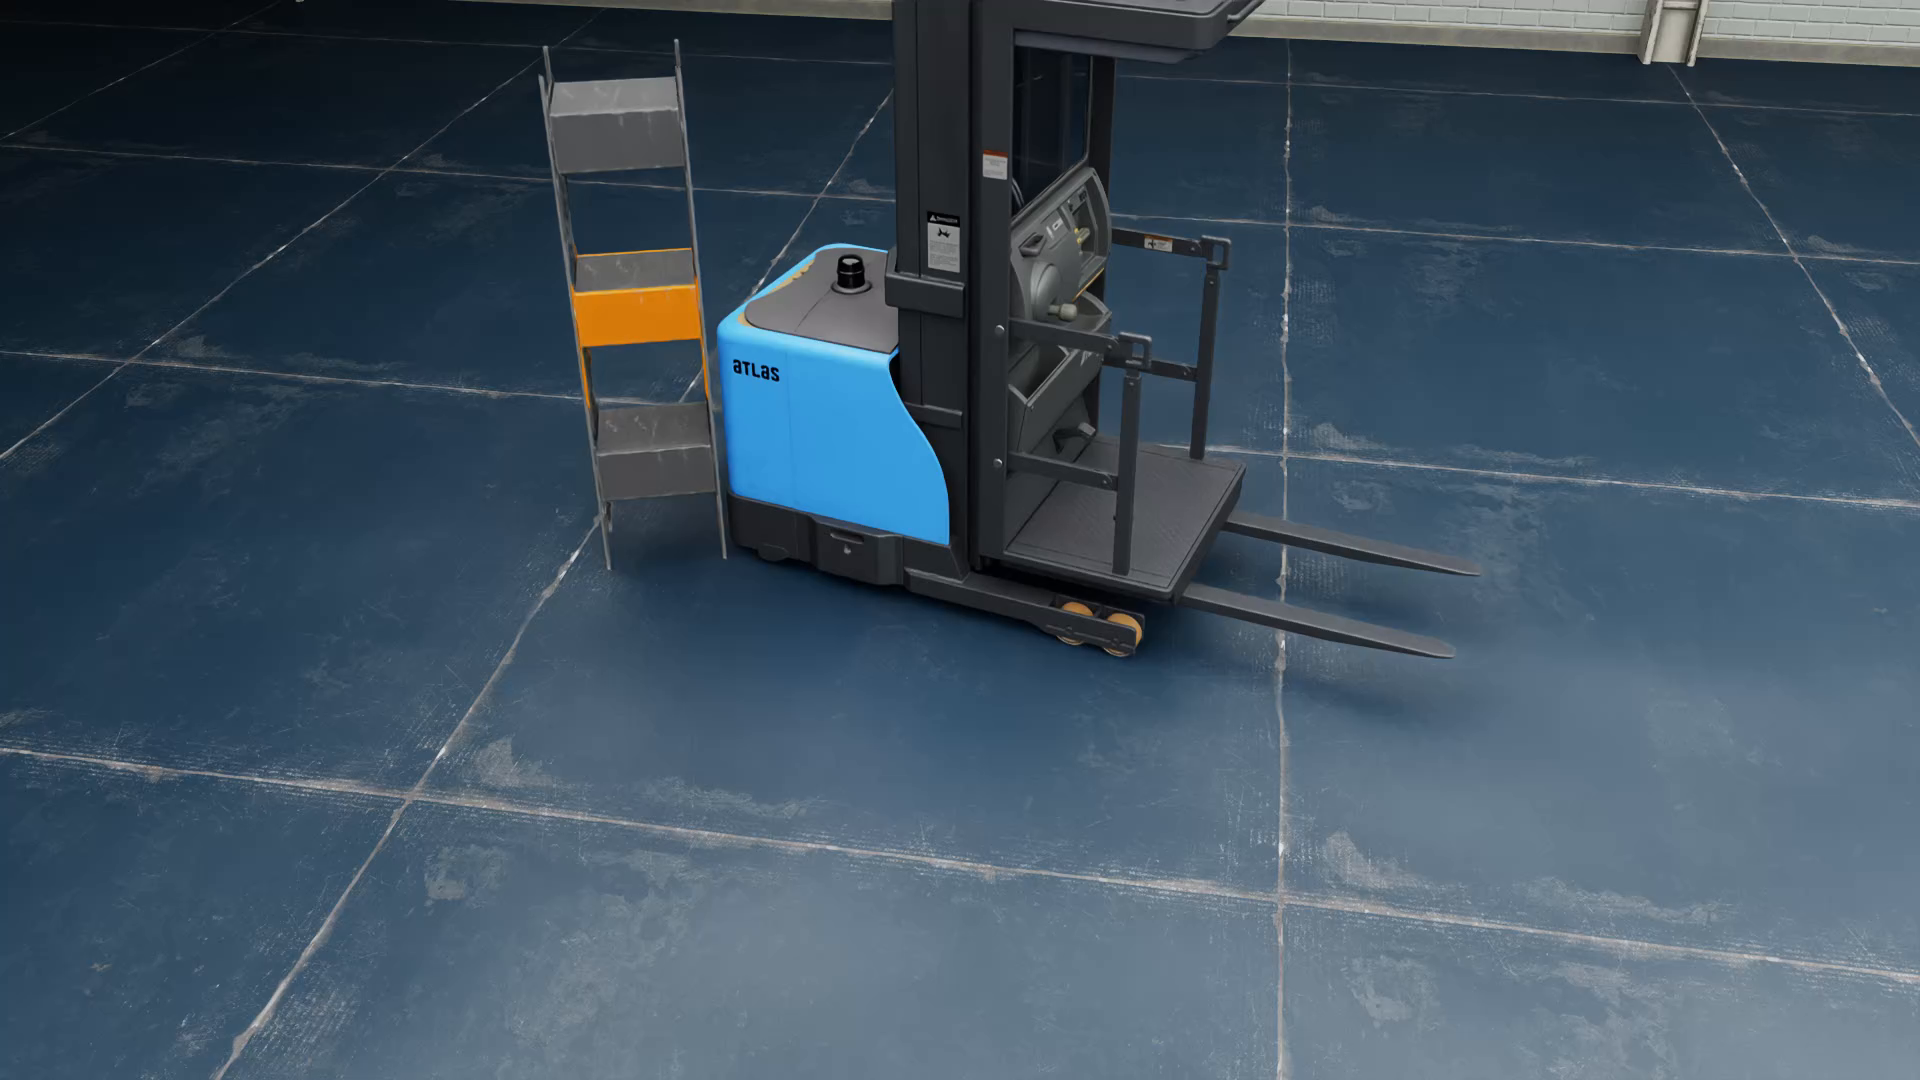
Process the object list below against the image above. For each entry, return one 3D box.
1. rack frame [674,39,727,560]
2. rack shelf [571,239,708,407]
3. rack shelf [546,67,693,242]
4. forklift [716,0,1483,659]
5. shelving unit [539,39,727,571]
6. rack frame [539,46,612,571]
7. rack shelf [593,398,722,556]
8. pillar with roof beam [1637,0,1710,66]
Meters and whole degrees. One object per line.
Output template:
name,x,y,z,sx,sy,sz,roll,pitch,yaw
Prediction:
rack frame,-1.042,-0.911,6.720,0.015,2.100,0.400,-5,32,-8
rack shelf,-1.283,-0.877,6.693,0.480,0.518,0.431,-5,32,-8
rack shelf,-1.286,-1.471,6.324,0.480,0.518,0.431,-5,32,-8
forklift,0.574,-1.107,6.256,3.031,2.935,1.130,13,34,20
shelving unit,-1.283,-0.888,6.686,0.503,2.100,0.431,-5,32,-8
rack frame,-1.523,-0.866,6.653,0.015,2.100,0.400,-5,32,-8
rack shelf,-1.279,-0.282,7.063,0.480,0.518,0.431,-5,32,-8
pillar with roof beam,4.984,-5.453,7.480,0.400,9.000,9.100,5,32,8
